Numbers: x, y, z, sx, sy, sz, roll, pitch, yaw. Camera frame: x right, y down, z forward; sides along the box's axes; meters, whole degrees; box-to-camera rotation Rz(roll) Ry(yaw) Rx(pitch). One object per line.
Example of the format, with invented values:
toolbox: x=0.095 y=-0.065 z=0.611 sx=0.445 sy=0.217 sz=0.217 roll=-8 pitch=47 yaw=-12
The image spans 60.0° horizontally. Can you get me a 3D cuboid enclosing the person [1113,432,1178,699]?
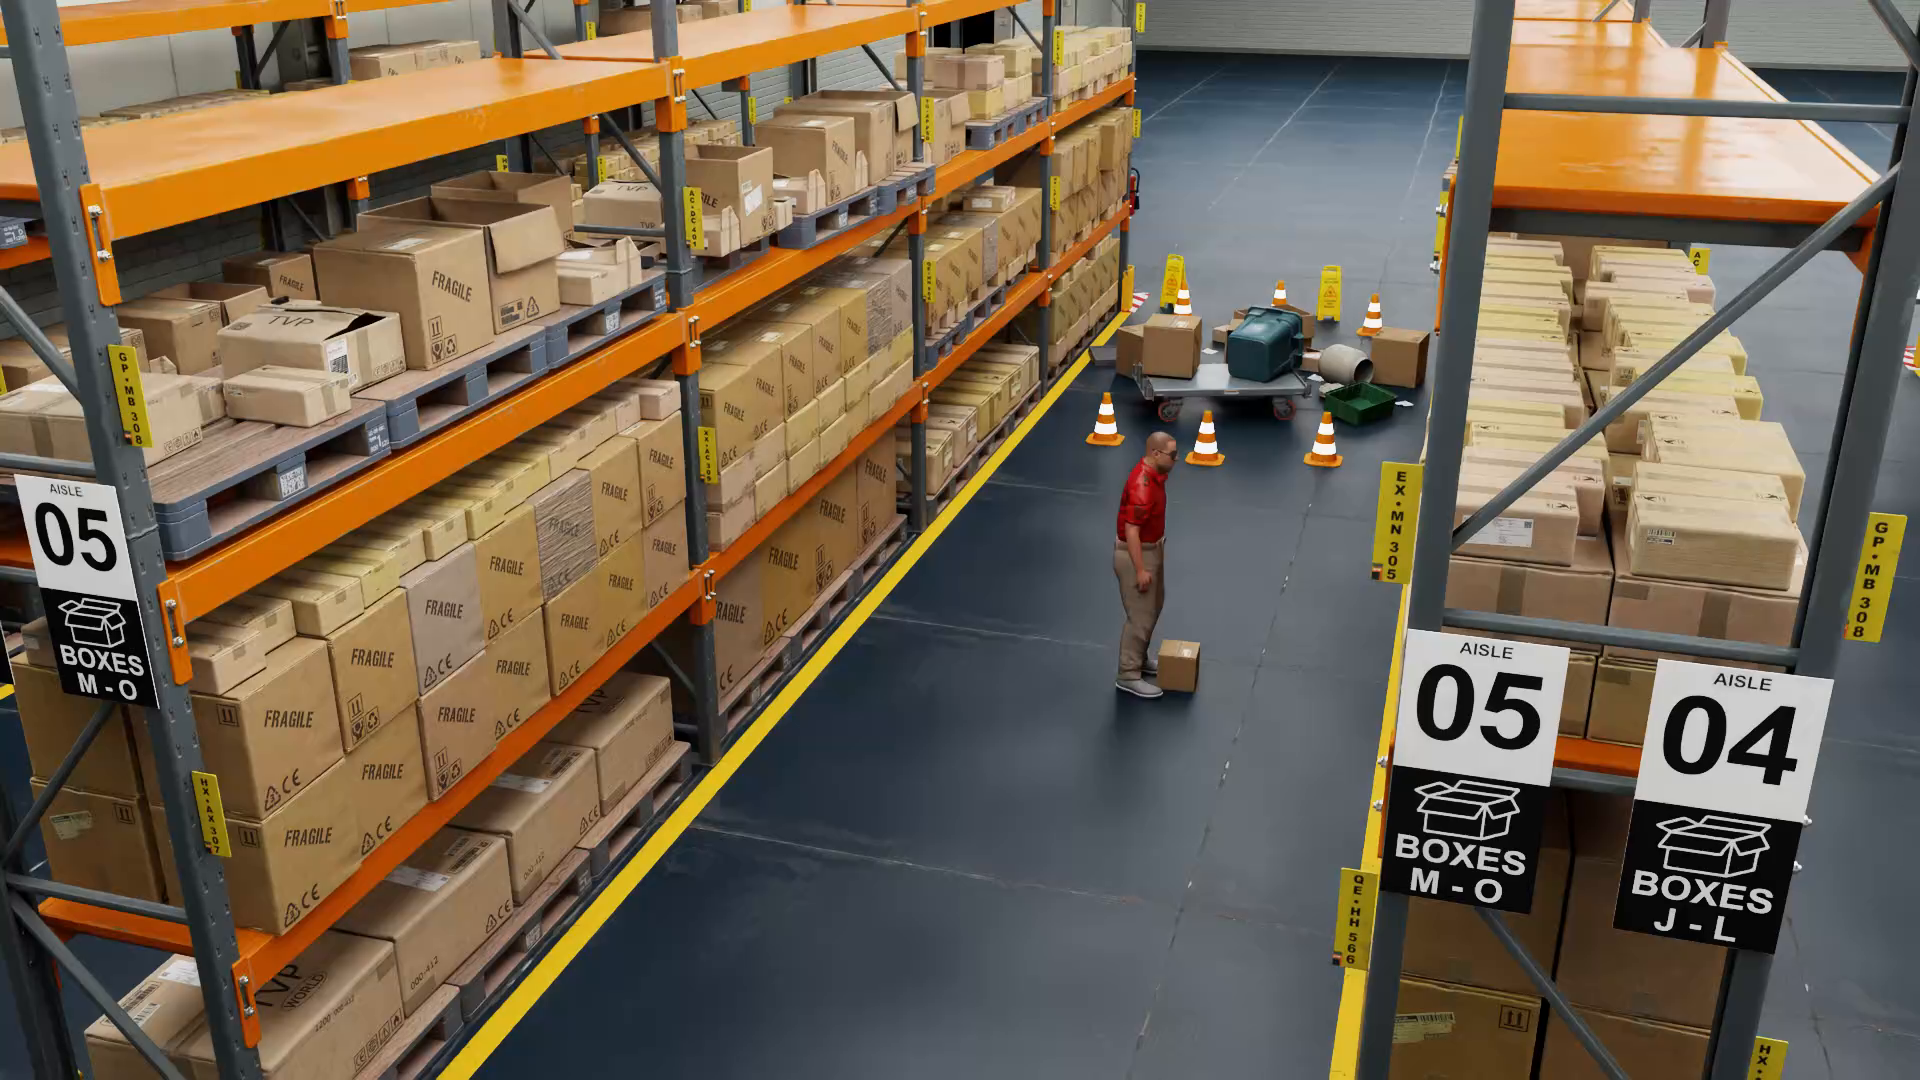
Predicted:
person: x=1.203 y=0.123 z=10.797 sx=0.390 sy=1.727 sz=0.585 roll=6 pitch=23 yaw=15
